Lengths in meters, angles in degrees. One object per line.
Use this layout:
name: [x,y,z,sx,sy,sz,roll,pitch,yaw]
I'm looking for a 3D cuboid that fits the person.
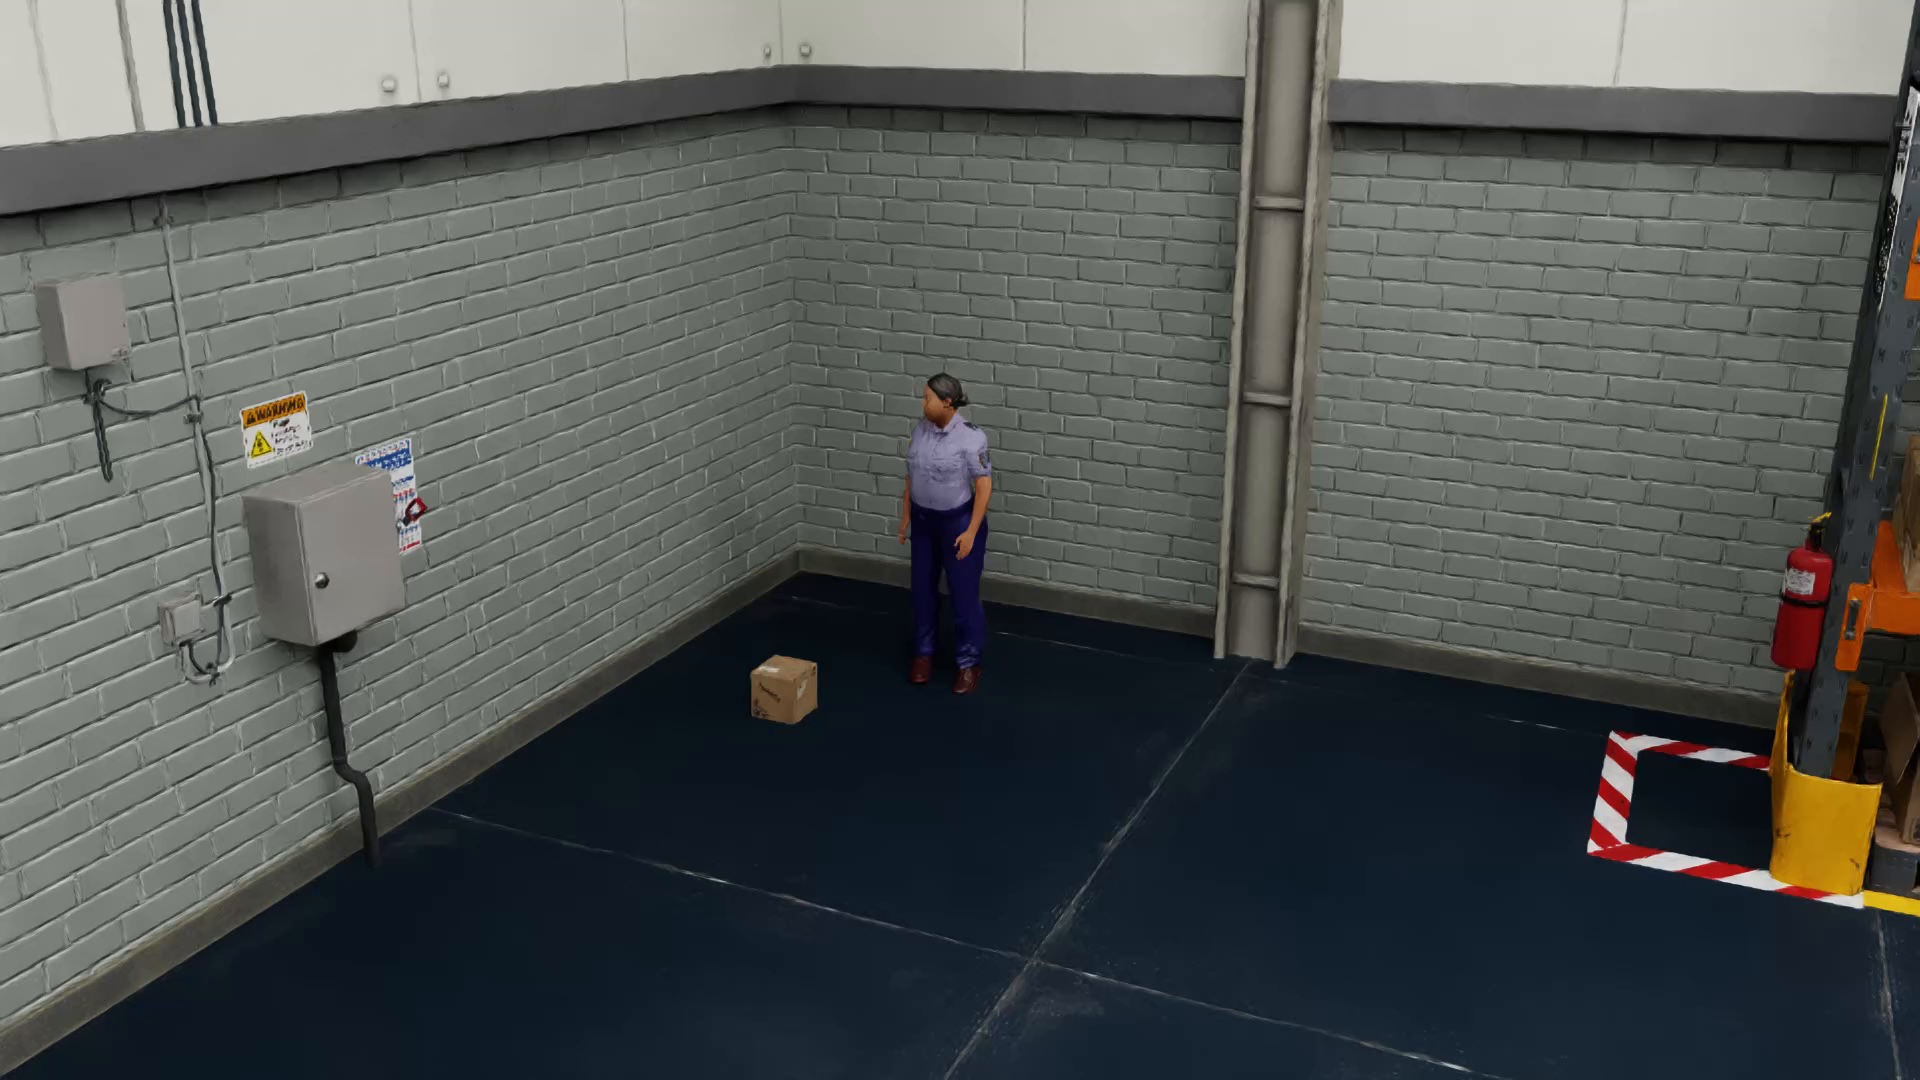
person: [-0.086,-0.043,8.703,0.529,1.691,0.399,14,24,35]
